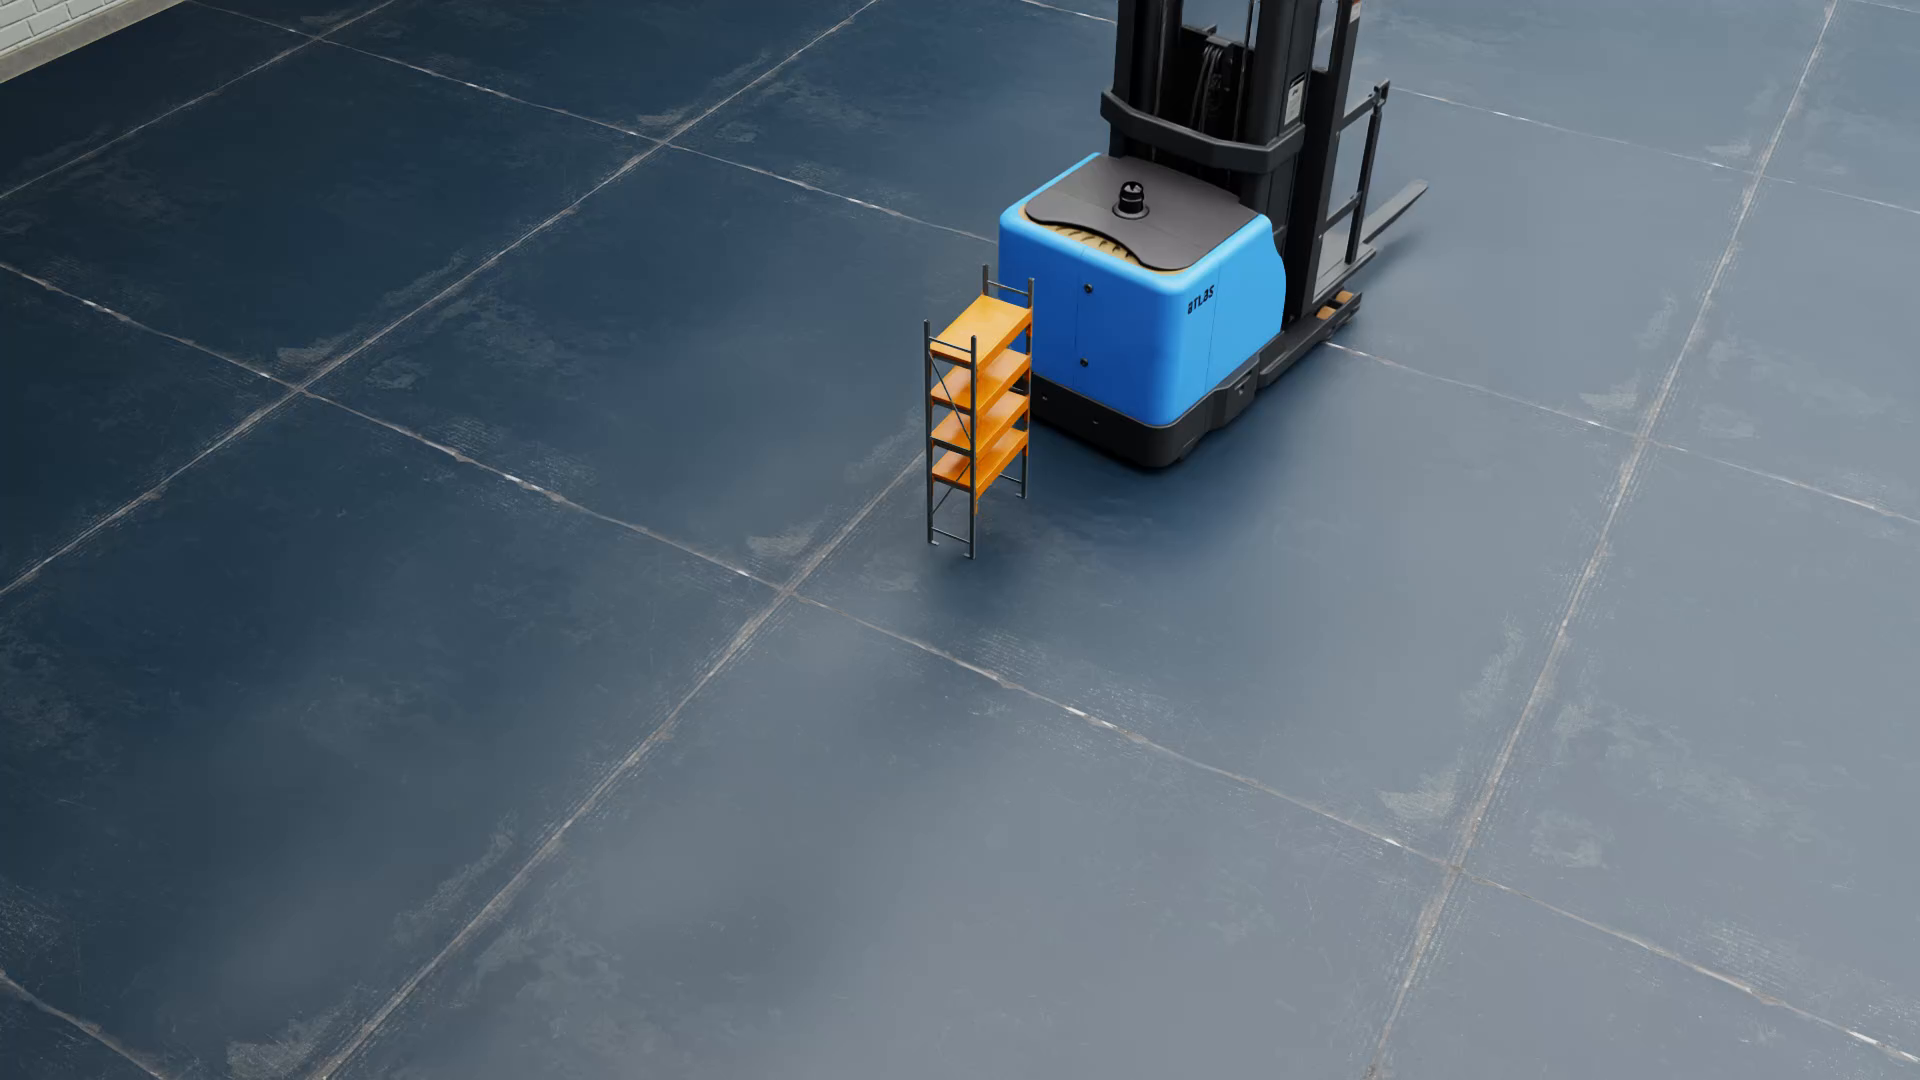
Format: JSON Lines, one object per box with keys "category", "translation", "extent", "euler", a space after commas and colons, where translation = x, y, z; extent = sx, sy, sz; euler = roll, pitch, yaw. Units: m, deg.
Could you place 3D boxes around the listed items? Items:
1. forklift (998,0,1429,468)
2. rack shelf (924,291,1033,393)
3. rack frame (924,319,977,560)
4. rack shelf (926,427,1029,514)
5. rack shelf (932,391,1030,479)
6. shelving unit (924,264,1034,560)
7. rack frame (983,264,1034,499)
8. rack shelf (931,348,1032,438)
{"category": "forklift", "translation": [1.484, -2.351, 8.018], "extent": [1.130, 2.935, 3.031], "euler": [28, 49, 28]}
{"category": "rack shelf", "translation": [0.083, -0.840, 7.017], "extent": [0.258, 0.148, 0.480], "euler": [21, 45, 22]}
{"category": "rack frame", "translation": [-0.039, -0.405, 7.118], "extent": [0.240, 1.200, 0.015], "euler": [21, 45, 22]}
{"category": "rack shelf", "translation": [0.083, -0.346, 7.452], "extent": [0.258, 0.148, 0.480], "euler": [21, 45, 22]}
{"category": "rack shelf", "translation": [0.083, -0.495, 7.321], "extent": [0.258, 0.148, 0.480], "euler": [21, 45, 22]}
{"category": "shelving unit", "translation": [0.083, -0.545, 7.277], "extent": [0.258, 1.200, 0.503], "euler": [21, 45, 22]}
{"category": "rack frame", "translation": [0.205, -0.685, 7.435], "extent": [0.240, 1.200, 0.015], "euler": [21, 45, 22]}
{"category": "rack shelf", "translation": [0.083, -0.662, 7.173], "extent": [0.258, 0.148, 0.480], "euler": [21, 45, 22]}
